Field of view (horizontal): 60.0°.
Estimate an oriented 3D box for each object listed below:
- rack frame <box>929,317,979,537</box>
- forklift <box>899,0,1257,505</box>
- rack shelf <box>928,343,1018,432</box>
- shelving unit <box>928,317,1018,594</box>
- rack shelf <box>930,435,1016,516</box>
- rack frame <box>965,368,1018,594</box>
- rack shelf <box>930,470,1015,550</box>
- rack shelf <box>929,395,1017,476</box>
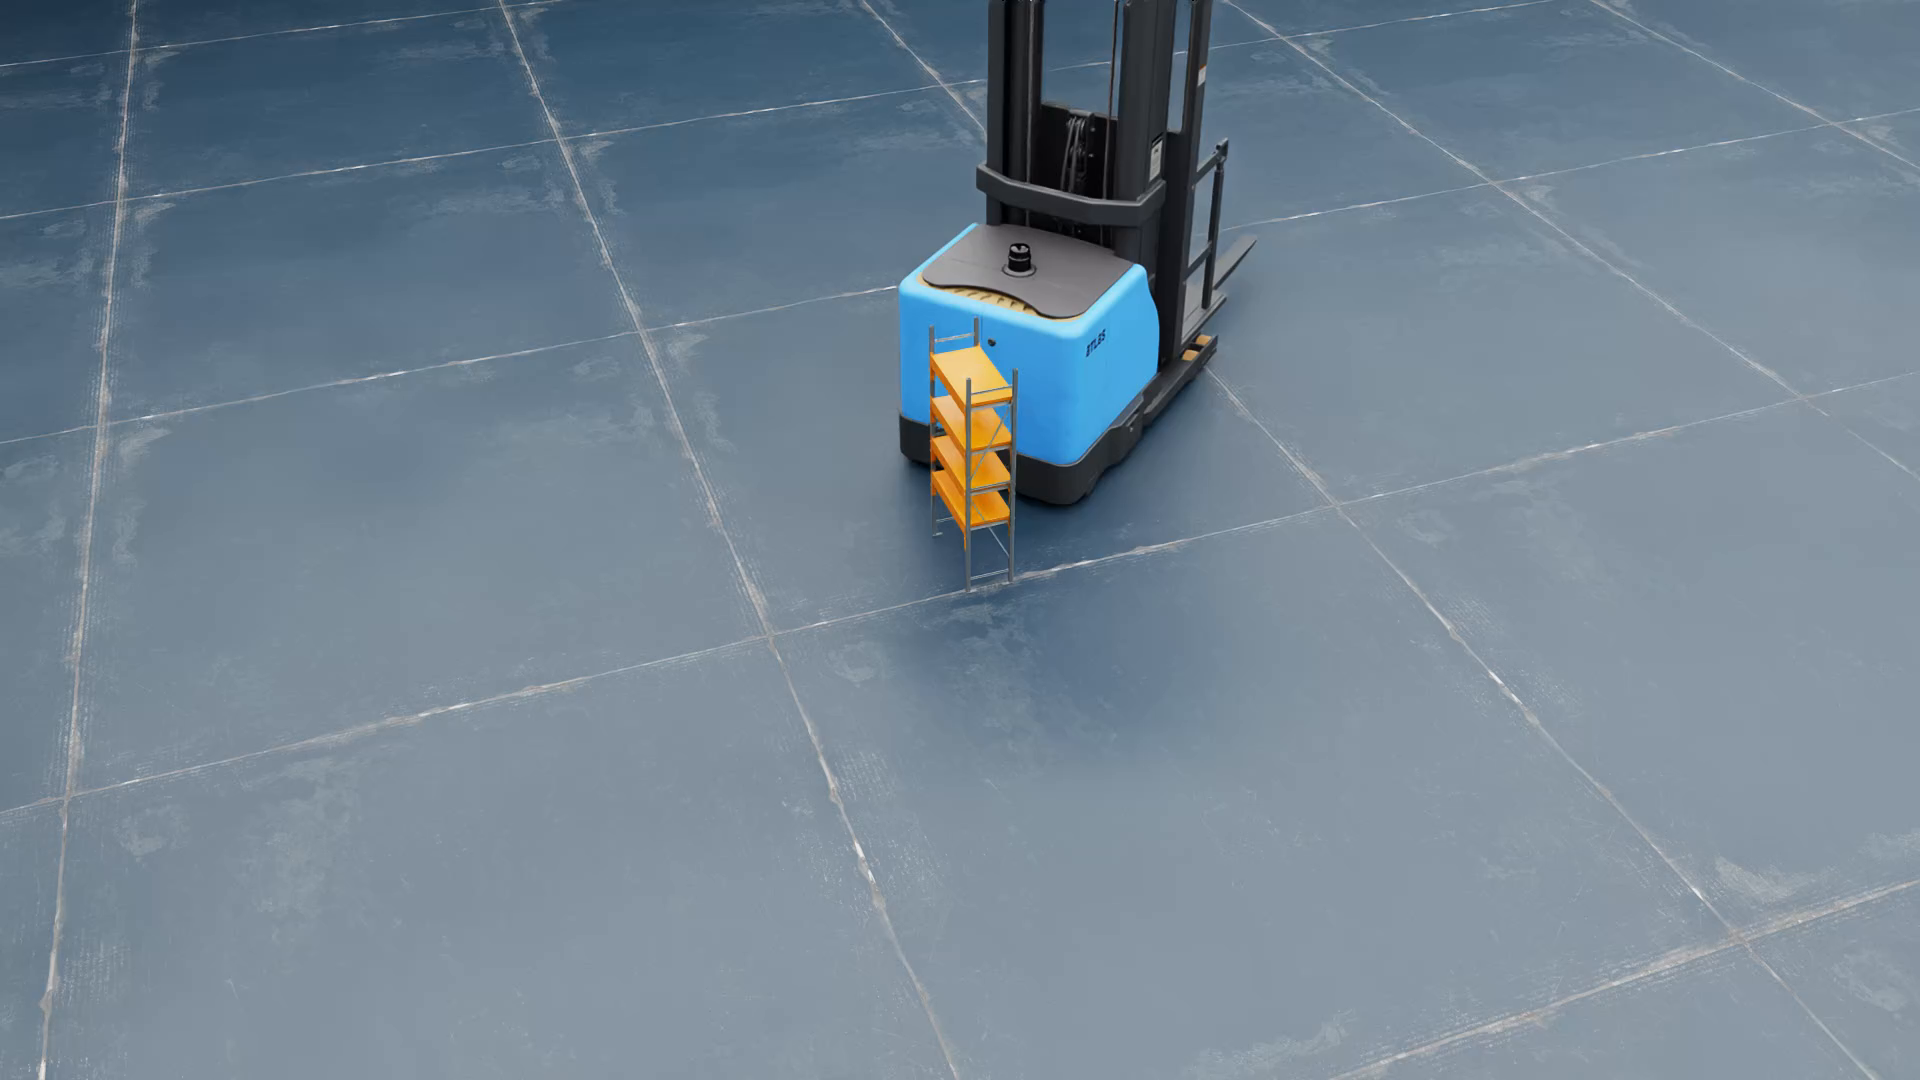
[{"bbox_3d":[-0.027,-0.524,8.008,0.240,1.200,0.015,-12,39,-16],"label":"rack frame"},{"bbox_3d":[0.841,-2.217,8.818,1.130,2.935,3.031,19,41,23],"label":"forklift"},{"bbox_3d":[0.057,-0.700,7.589,0.258,0.148,0.480,-12,39,-16],"label":"rack shelf"},{"bbox_3d":[0.057,-0.386,7.825,0.258,1.200,0.503,-12,39,-16],"label":"shelving unit"},{"bbox_3d":[0.057,-0.332,7.866,0.258,0.148,0.480,-12,39,-16],"label":"rack shelf"},{"bbox_3d":[0.141,-0.248,7.642,0.240,1.200,0.015,-12,39,-16],"label":"rack frame"},{"bbox_3d":[0.057,-0.173,7.985,0.258,0.148,0.480,-12,39,-16],"label":"rack shelf"},{"bbox_3d":[0.057,-0.511,7.731,0.258,0.148,0.480,-12,39,-16],"label":"rack shelf"}]
